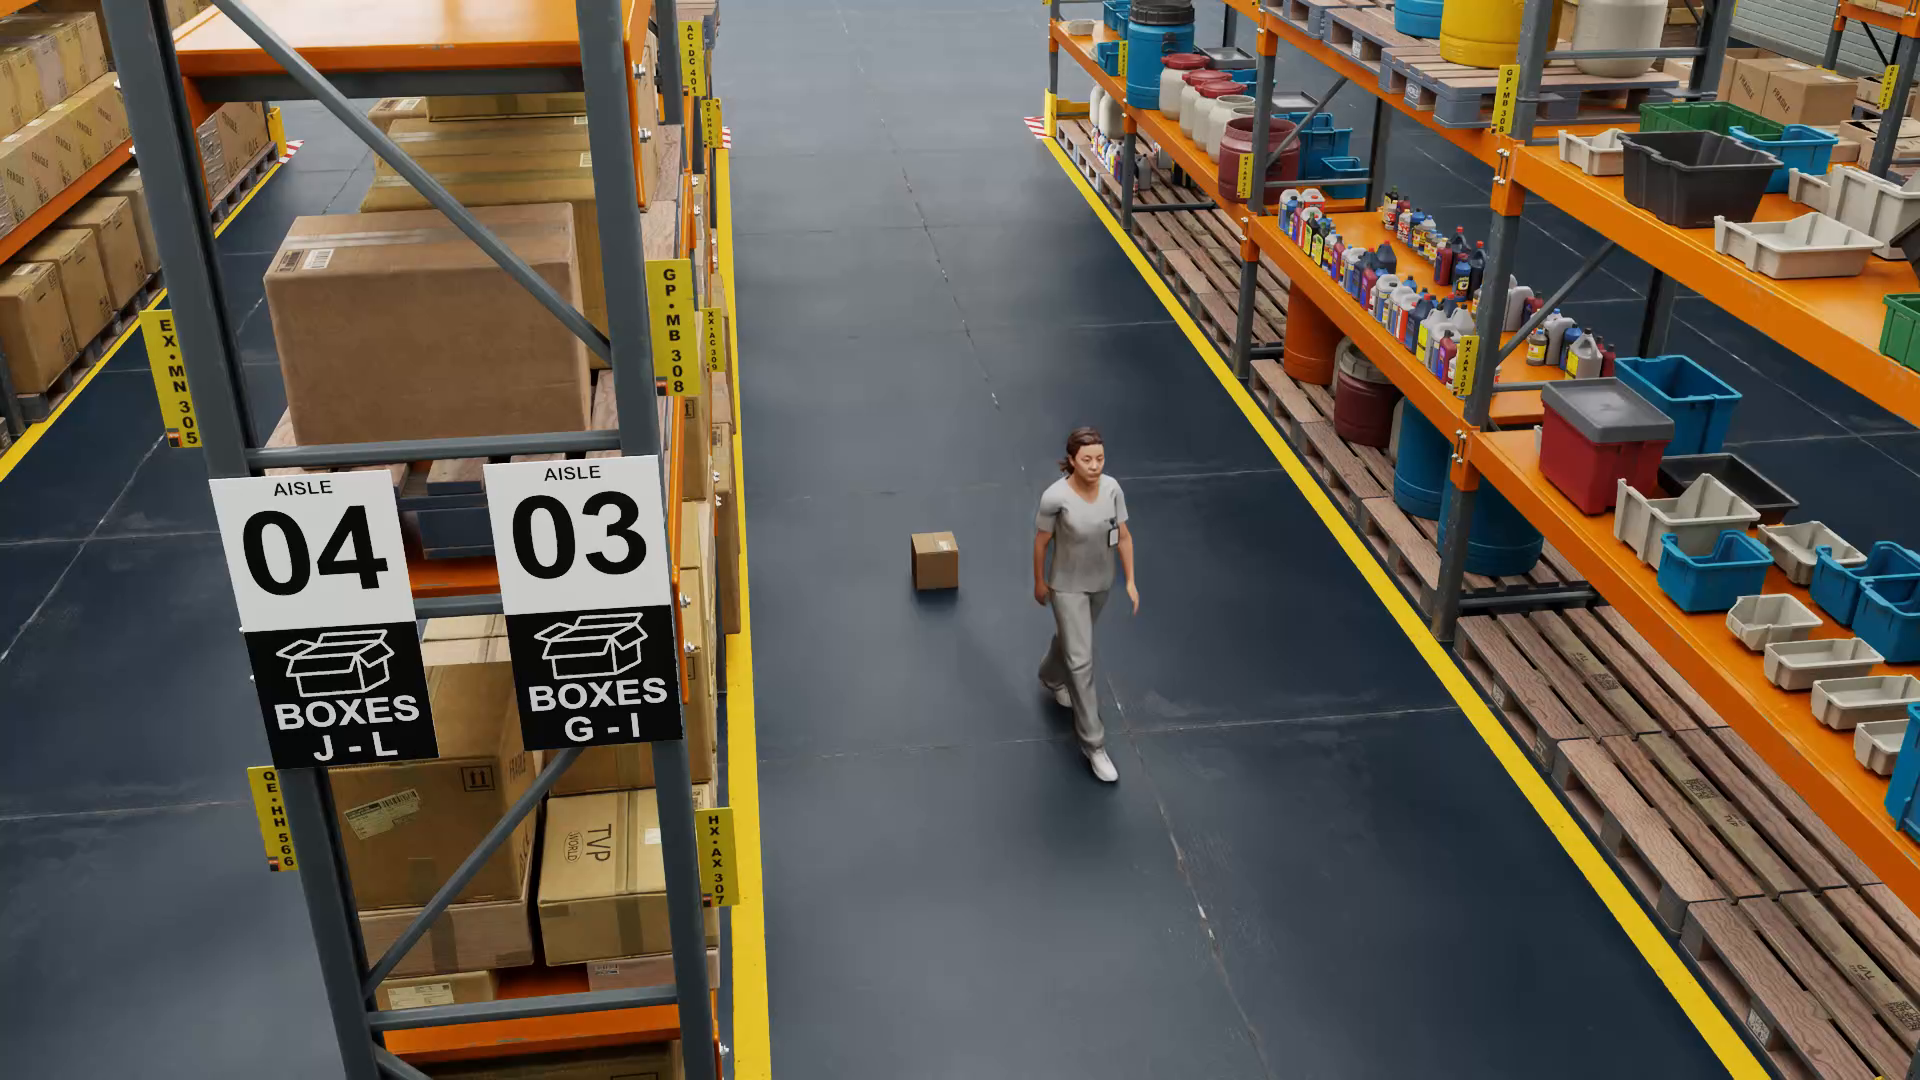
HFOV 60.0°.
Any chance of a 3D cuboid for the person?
[{"bbox_3d":[0.639,0.242,8.125,0.456,1.638,0.932,-13,30,-24],"label":"person"}]
